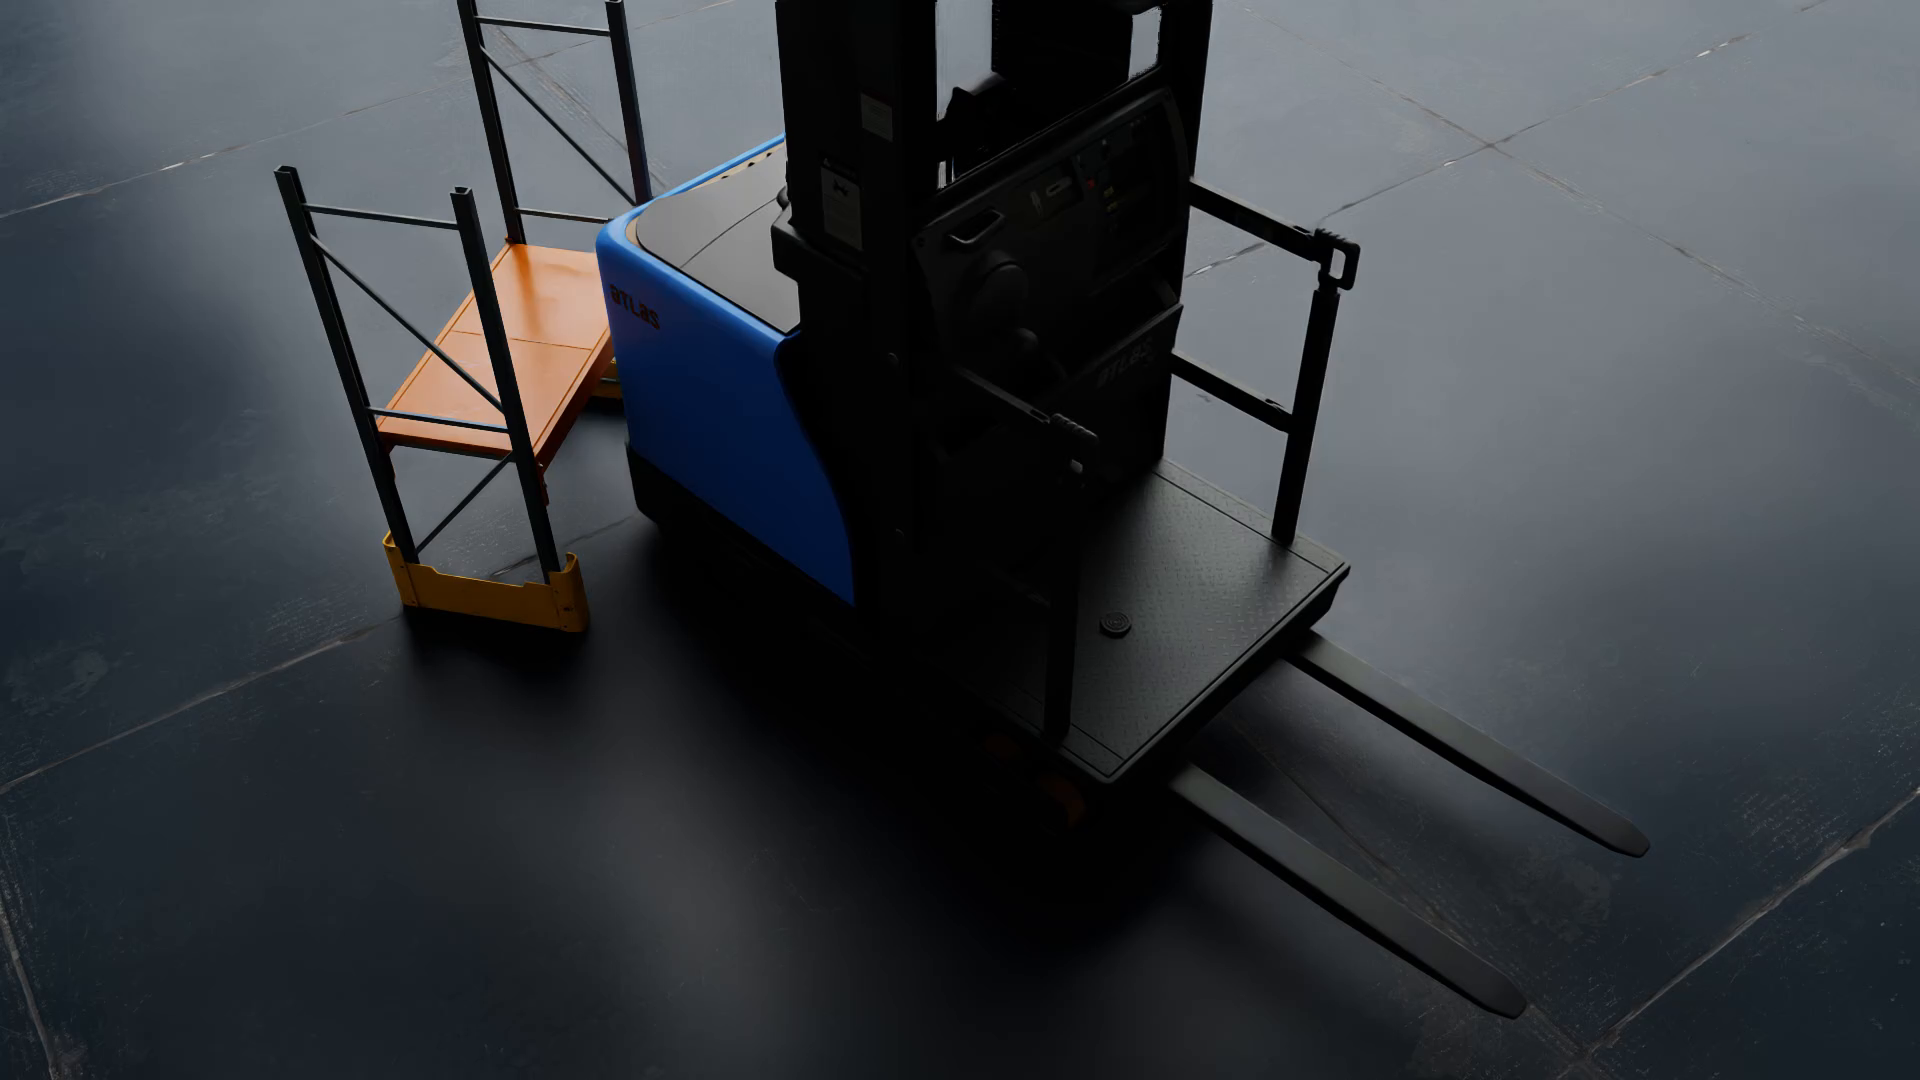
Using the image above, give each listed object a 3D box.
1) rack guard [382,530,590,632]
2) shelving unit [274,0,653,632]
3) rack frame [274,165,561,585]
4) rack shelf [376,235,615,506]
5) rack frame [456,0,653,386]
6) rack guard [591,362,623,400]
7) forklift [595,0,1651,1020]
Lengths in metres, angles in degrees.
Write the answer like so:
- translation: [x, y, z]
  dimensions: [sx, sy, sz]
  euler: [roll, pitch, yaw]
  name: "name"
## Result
- translation: [-1.405, 0.118, 4.946]
  dimensions: [0.587, 0.250, 0.087]
  euler: [8, 44, 9]
  name: "rack guard"
- translation: [-1.300, -0.670, 4.866]
  dimensions: [0.587, 1.500, 1.083]
  euler: [8, 44, 9]
  name: "shelving unit"
- translation: [-1.409, -0.321, 4.500]
  dimensions: [0.500, 1.500, 0.032]
  euler: [8, 44, 9]
  name: "rack frame"
- translation: [-1.302, -0.534, 4.984]
  dimensions: [0.538, 0.185, 1.000]
  euler: [8, 44, 9]
  name: "rack shelf"
- translation: [-1.195, -1.007, 5.219]
  dimensions: [0.500, 1.500, 0.032]
  euler: [8, 44, 9]
  name: "rack frame"
- translation: [-1.195, -0.555, 5.650]
  dimensions: [0.587, 0.250, 0.087]
  euler: [8, 44, 9]
  name: "rack guard"
- translation: [0.388, -0.691, 3.851]
  dimensions: [3.031, 2.935, 1.130]
  euler: [33, 53, 30]
  name: "forklift"
